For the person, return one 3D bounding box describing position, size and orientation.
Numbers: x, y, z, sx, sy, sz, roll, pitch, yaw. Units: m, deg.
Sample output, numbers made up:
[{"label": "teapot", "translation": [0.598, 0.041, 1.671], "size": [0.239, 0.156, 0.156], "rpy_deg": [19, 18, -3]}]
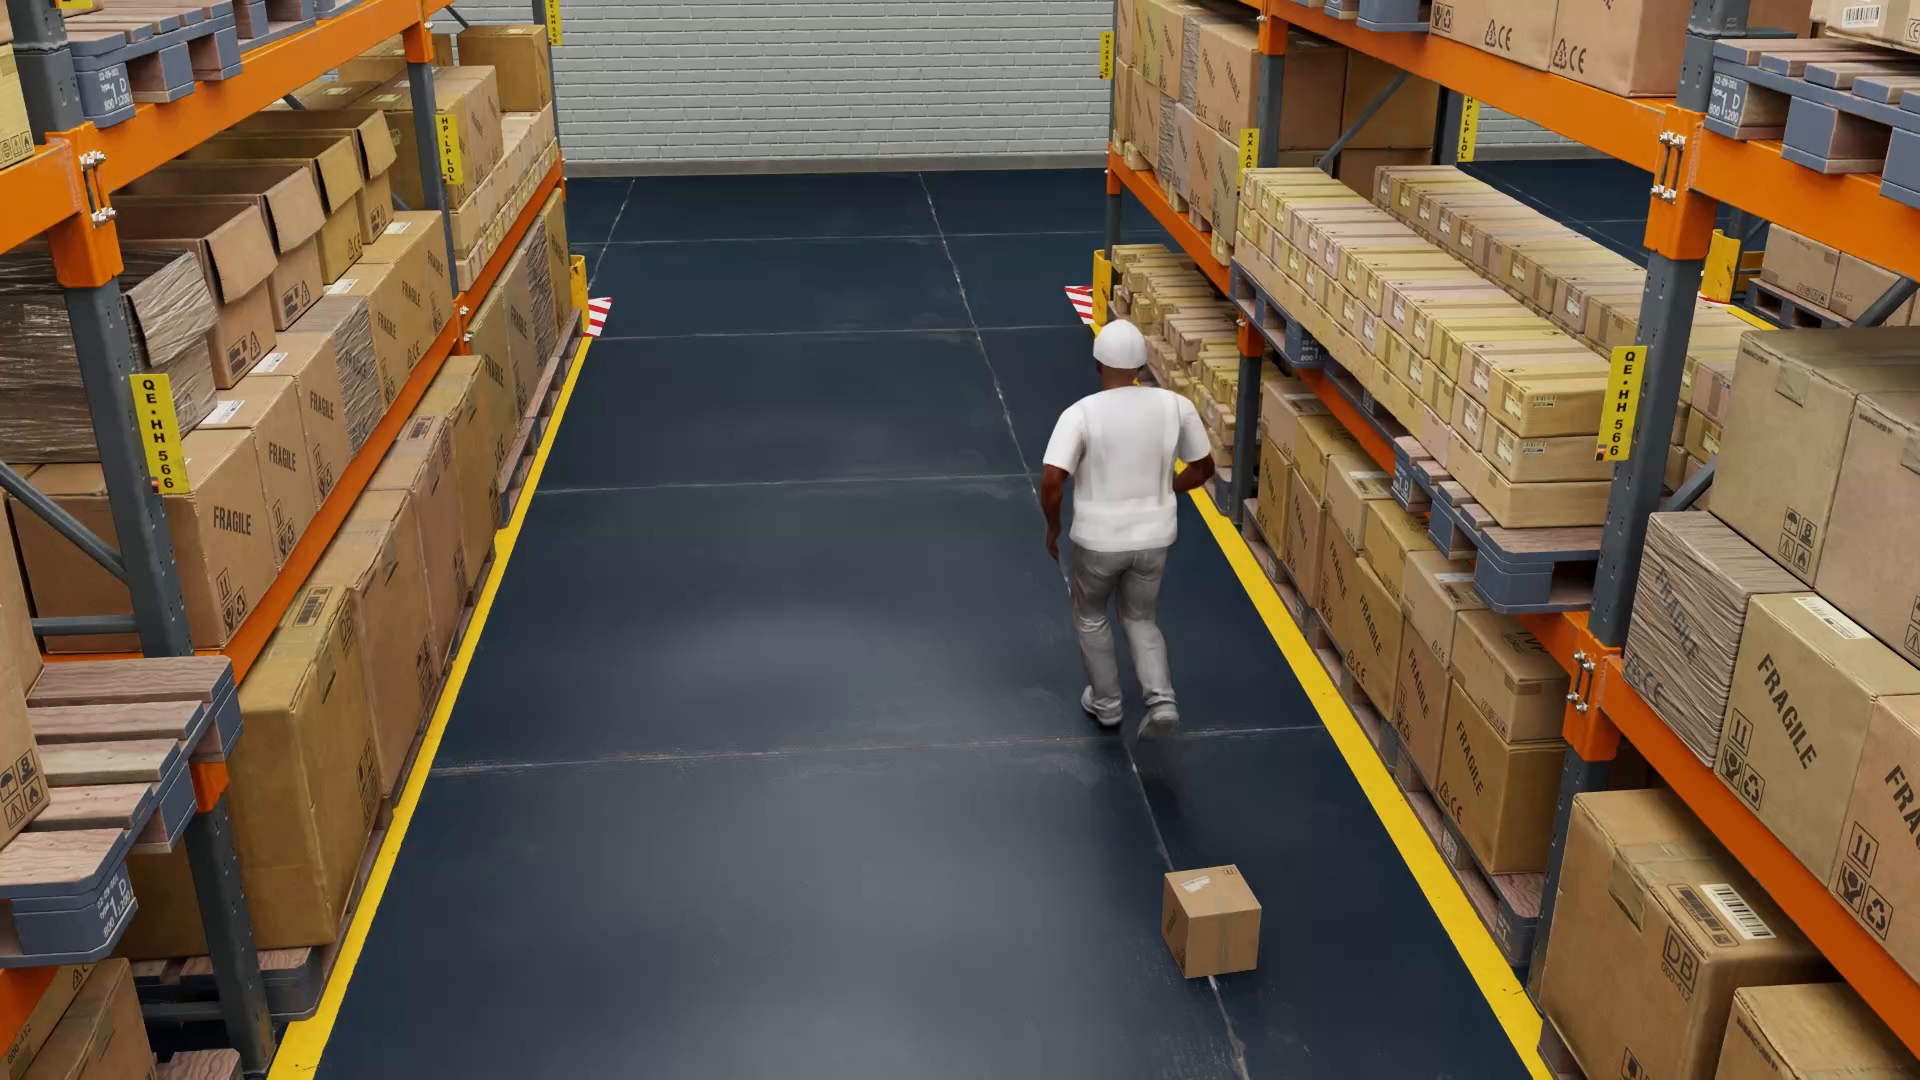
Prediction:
[{"label": "person", "translation": [0.660, 0.020, 6.557], "size": [0.729, 1.730, 0.766], "rpy_deg": [-5, 24, -12]}]
